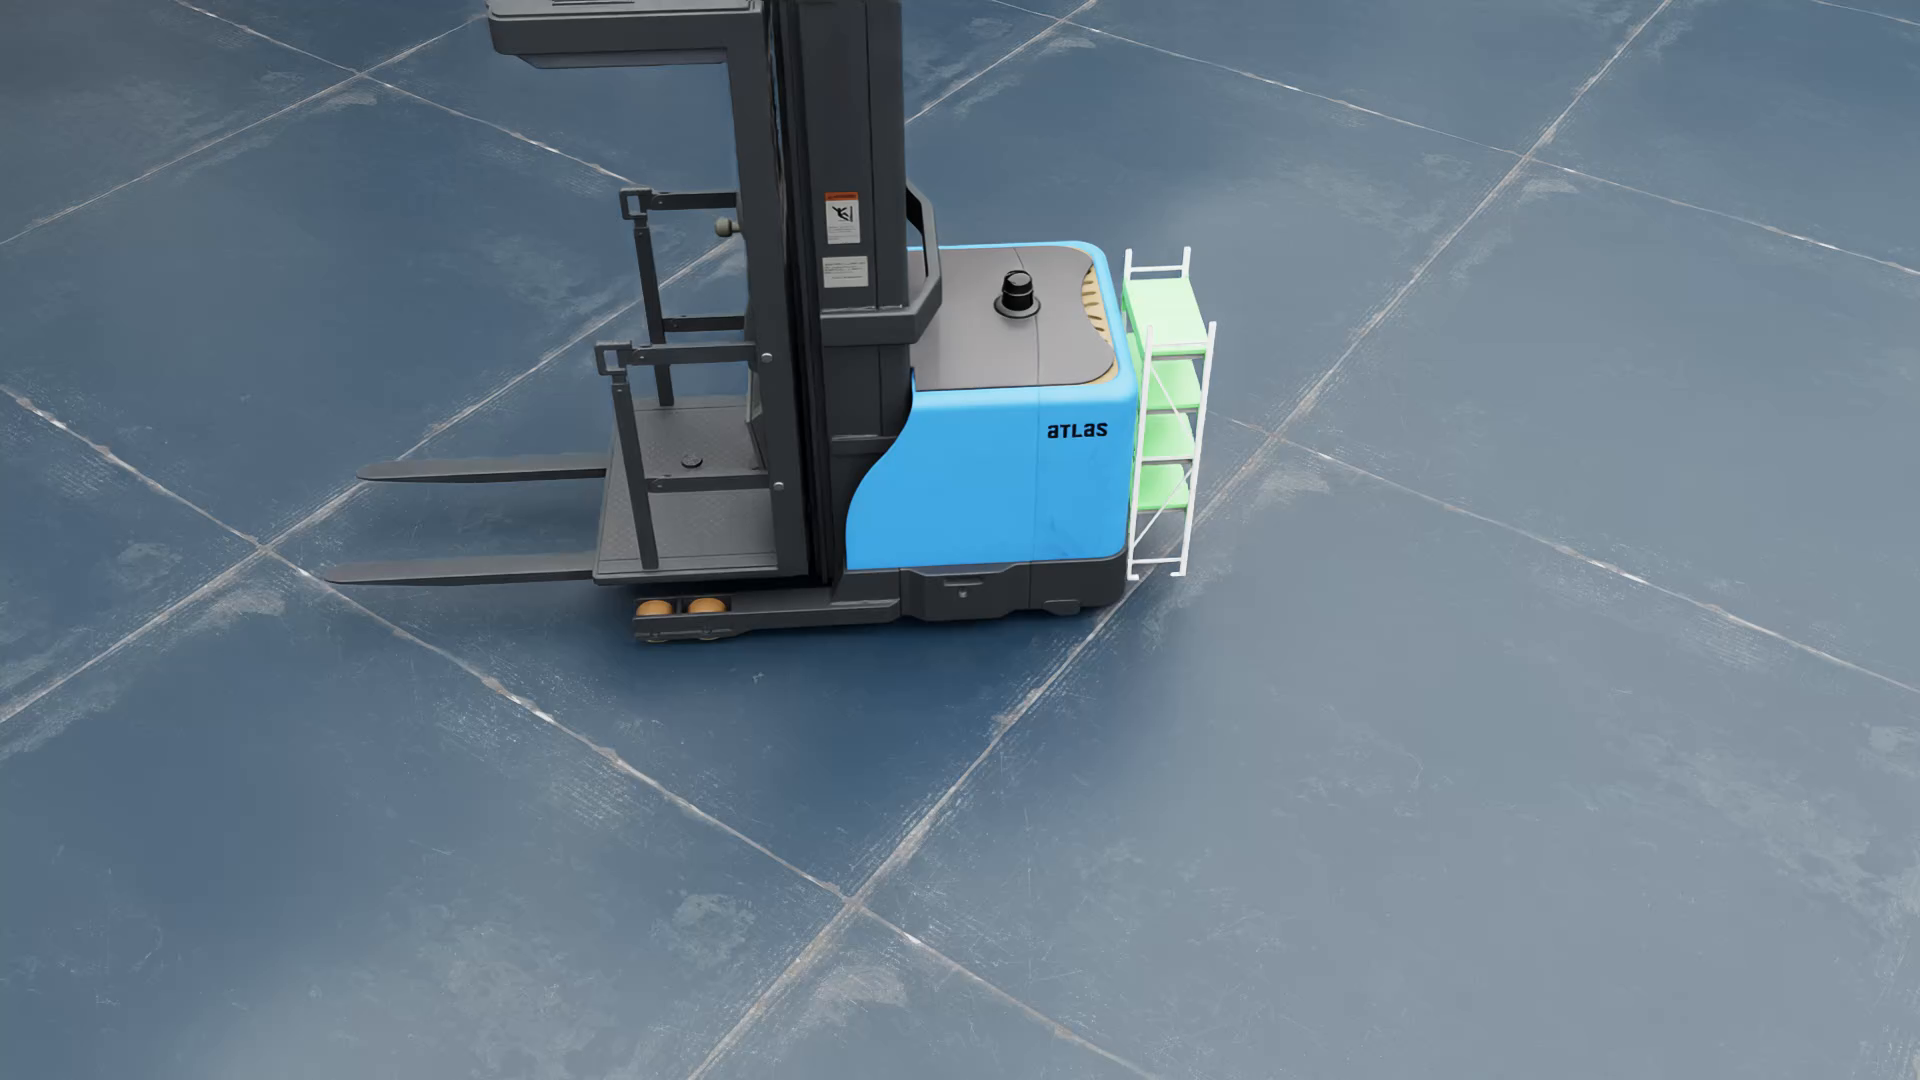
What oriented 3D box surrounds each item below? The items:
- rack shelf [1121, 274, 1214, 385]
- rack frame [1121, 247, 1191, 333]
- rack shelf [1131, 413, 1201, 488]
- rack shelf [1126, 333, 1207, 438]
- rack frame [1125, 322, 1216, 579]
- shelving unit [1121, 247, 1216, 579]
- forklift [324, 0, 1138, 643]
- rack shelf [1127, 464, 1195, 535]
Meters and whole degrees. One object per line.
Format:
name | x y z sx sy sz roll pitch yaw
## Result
rack shelf | 0.753 -0.776 6.093 0.258 0.148 0.480 -3 42 -3
rack frame | 0.734 -0.628 6.552 0.240 1.200 0.015 -3 42 -3
rack shelf | 0.753 -0.418 6.414 0.258 0.148 0.480 -3 42 -3
rack shelf | 0.753 -0.597 6.253 0.258 0.148 0.480 -3 42 -3
rack frame | 0.773 -0.304 6.190 0.240 1.200 0.015 -3 42 -3
shelving unit | 0.753 -0.466 6.371 0.258 1.200 0.503 -3 42 -3
forklift | -0.905 -1.069 5.747 3.031 2.935 1.130 -3 42 -3
rack shelf | 0.753 -0.239 6.574 0.258 0.148 0.480 -3 42 -3
